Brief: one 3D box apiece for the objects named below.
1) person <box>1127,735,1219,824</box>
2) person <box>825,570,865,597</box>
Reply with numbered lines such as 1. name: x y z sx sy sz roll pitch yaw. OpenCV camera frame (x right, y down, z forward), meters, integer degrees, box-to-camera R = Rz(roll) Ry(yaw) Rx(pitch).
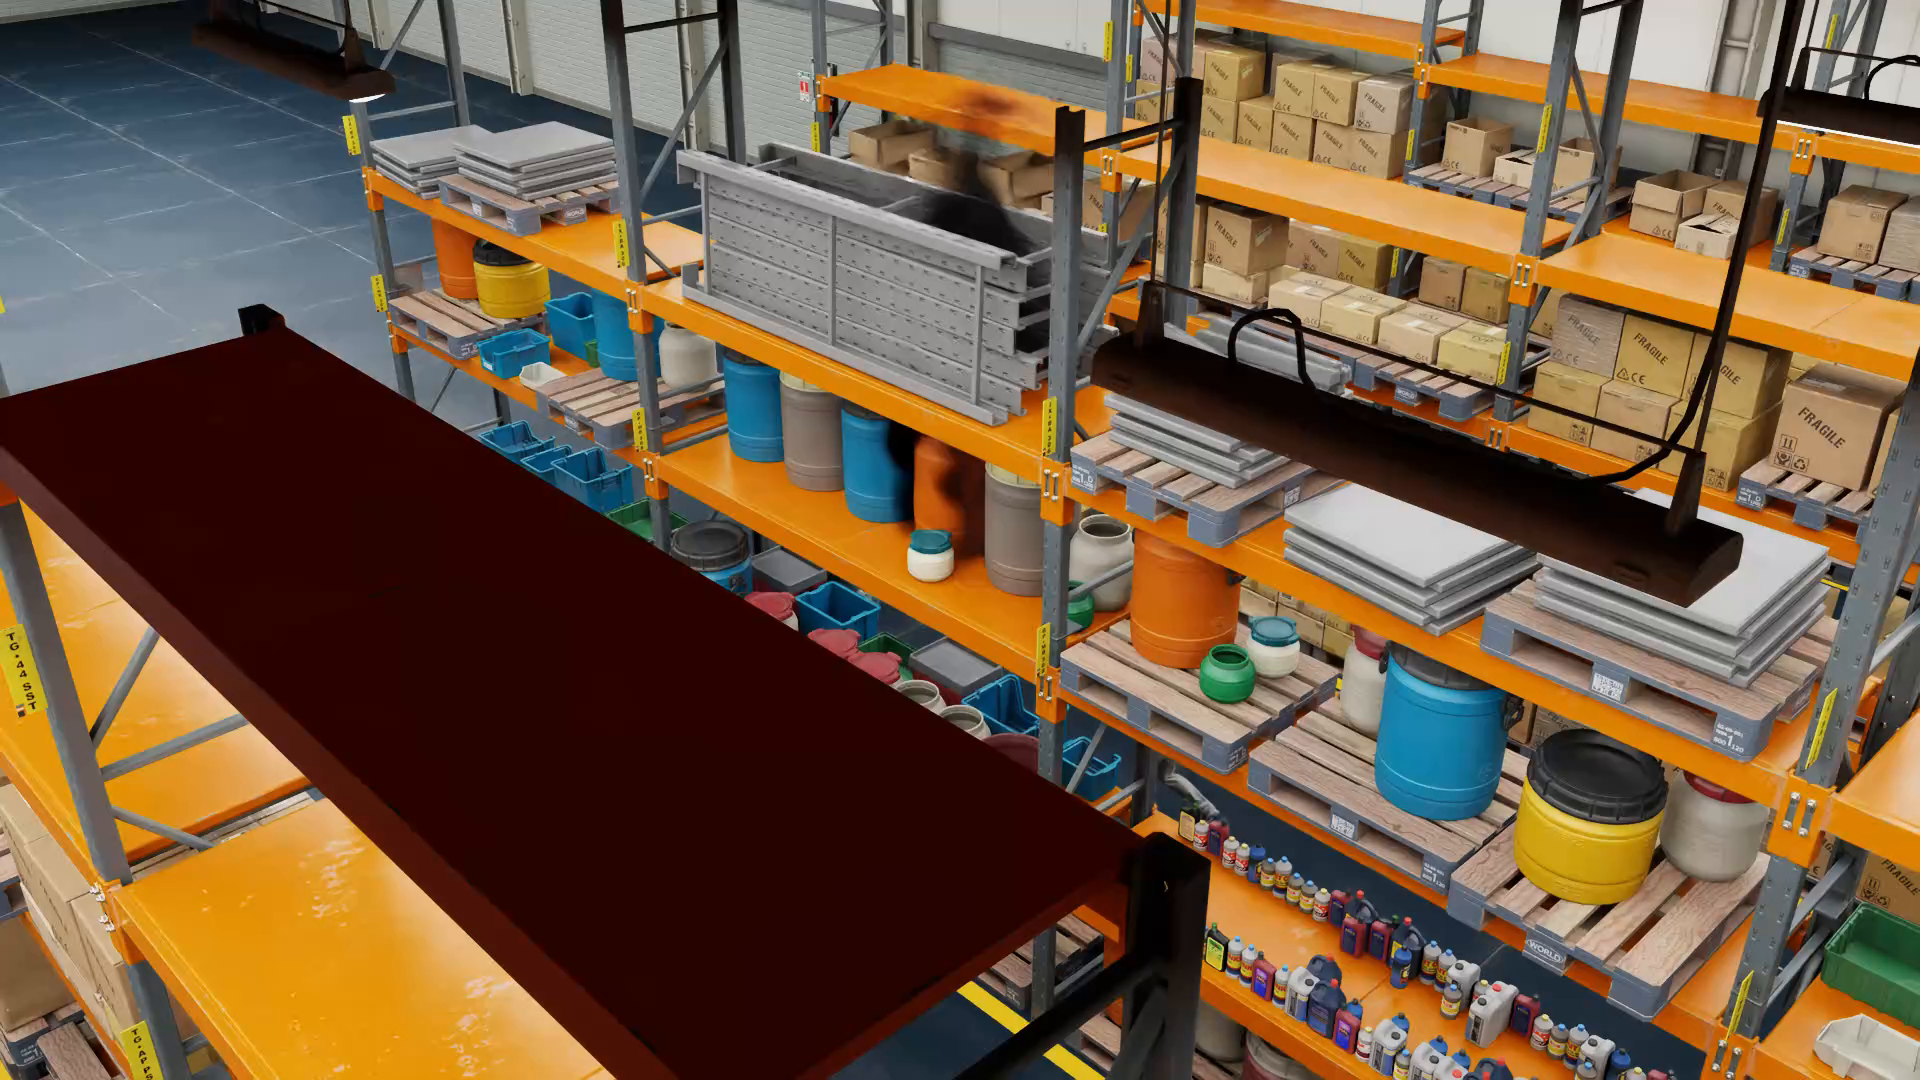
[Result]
1. person: 1.532 1.508 12.307 0.625 1.696 0.810 -24 36 -37
2. person: -1.158 0.057 15.121 0.561 1.552 0.530 18 33 30
